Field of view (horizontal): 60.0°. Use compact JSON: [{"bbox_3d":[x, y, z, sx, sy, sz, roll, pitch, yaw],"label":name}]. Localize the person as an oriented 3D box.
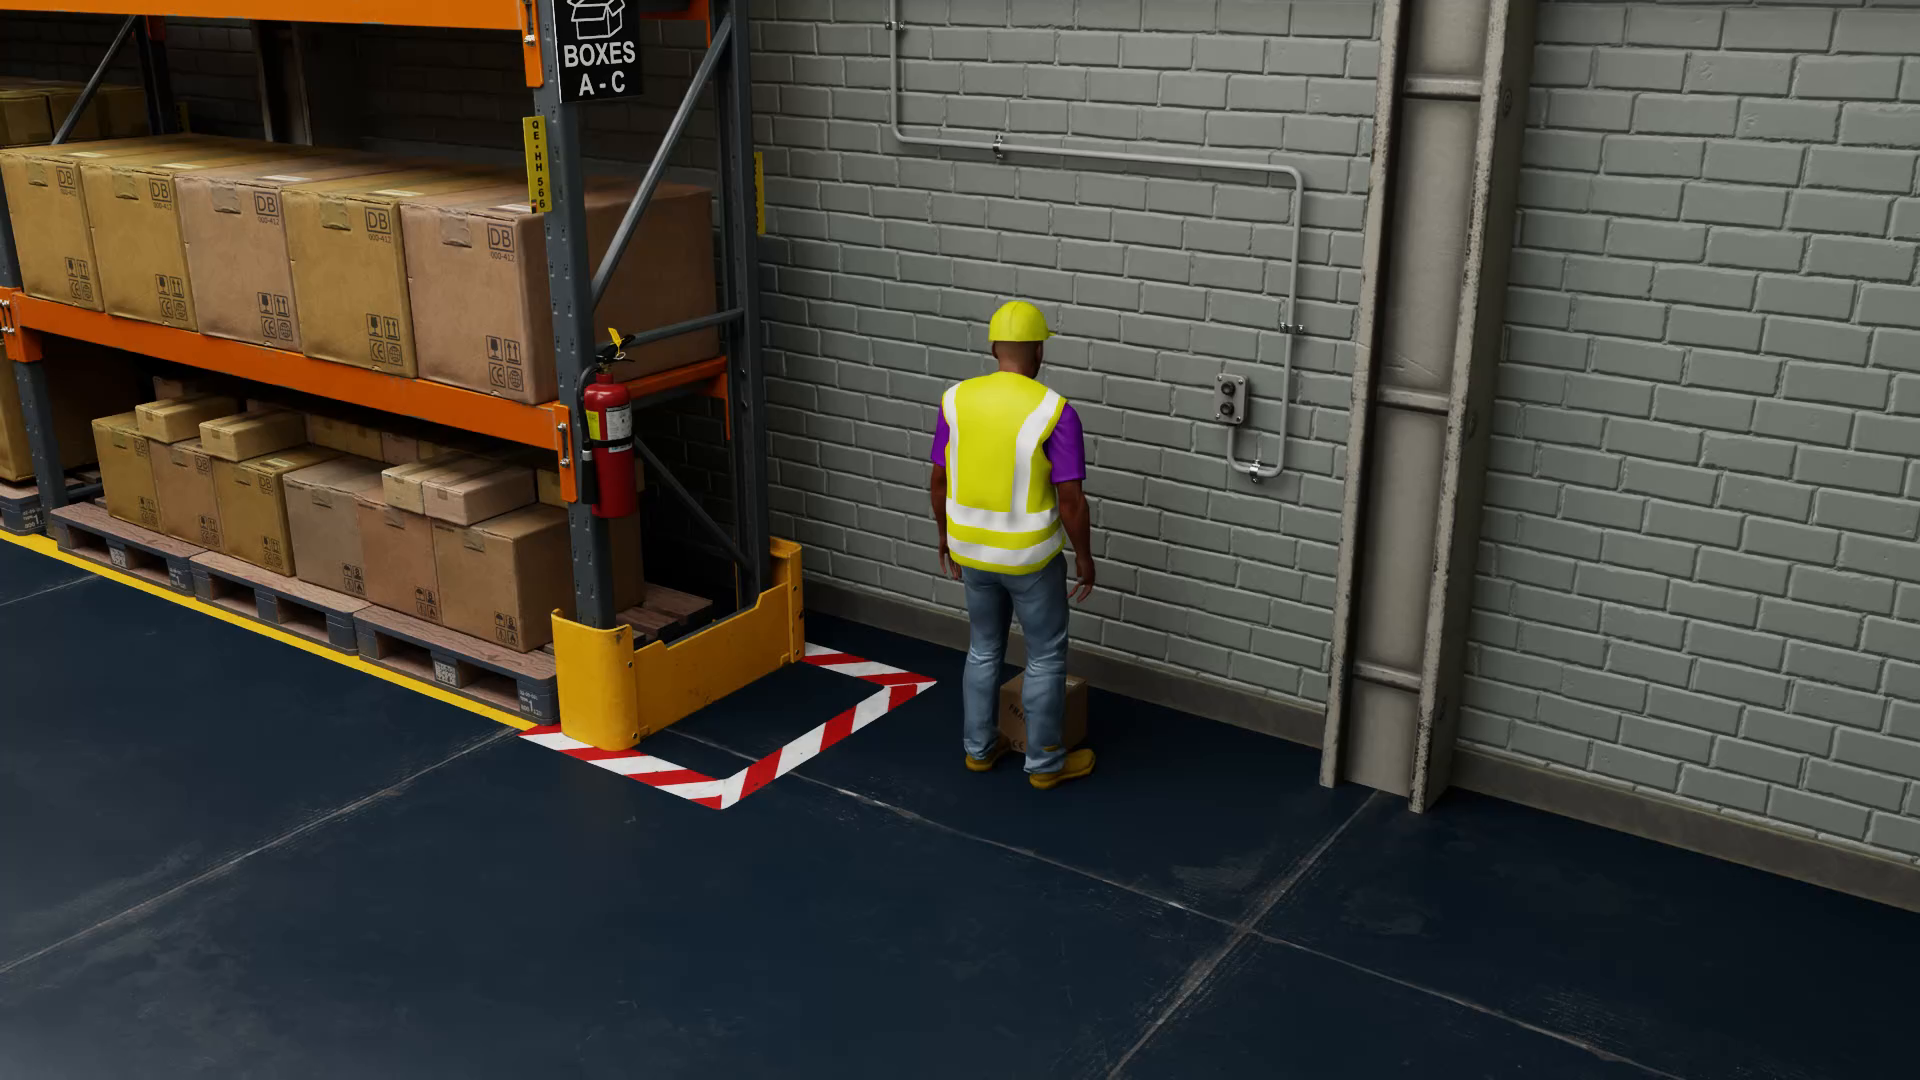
[{"bbox_3d":[0.195,0.022,5.985,0.629,1.759,0.460,11,23,29],"label":"person"}]
